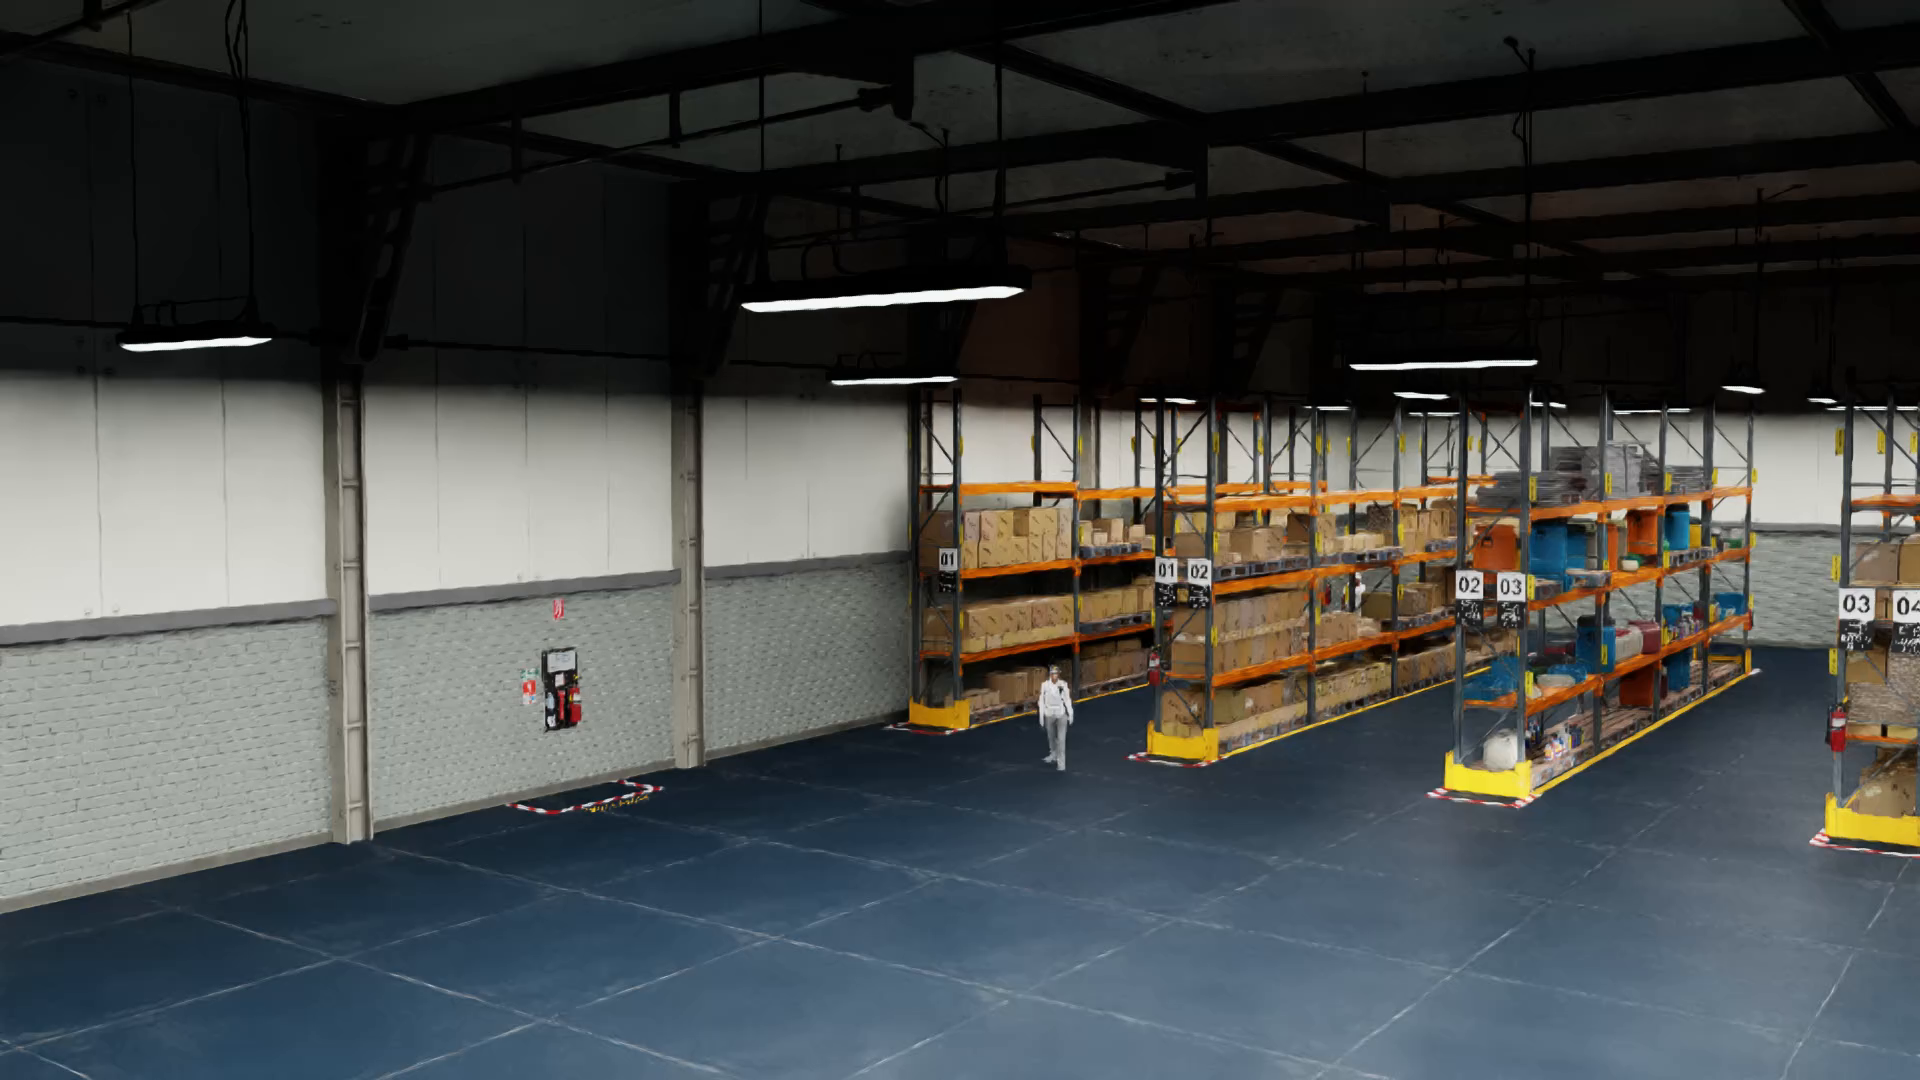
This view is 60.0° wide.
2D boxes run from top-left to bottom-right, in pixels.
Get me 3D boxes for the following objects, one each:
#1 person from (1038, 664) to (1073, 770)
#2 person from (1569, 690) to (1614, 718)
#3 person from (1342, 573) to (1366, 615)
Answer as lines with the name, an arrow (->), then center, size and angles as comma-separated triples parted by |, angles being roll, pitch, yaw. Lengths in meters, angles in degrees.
person -> 1.478, 2.720, 25.819 | 0.530, 1.625, 0.936 | 1, 3, 13
person -> 11.318, 2.434, 29.727 | 0.874, 1.556, 0.462 | -2, 4, -32
person -> 10.222, 1.693, 43.095 | 0.684, 1.725, 0.695 | 0, 3, -1
